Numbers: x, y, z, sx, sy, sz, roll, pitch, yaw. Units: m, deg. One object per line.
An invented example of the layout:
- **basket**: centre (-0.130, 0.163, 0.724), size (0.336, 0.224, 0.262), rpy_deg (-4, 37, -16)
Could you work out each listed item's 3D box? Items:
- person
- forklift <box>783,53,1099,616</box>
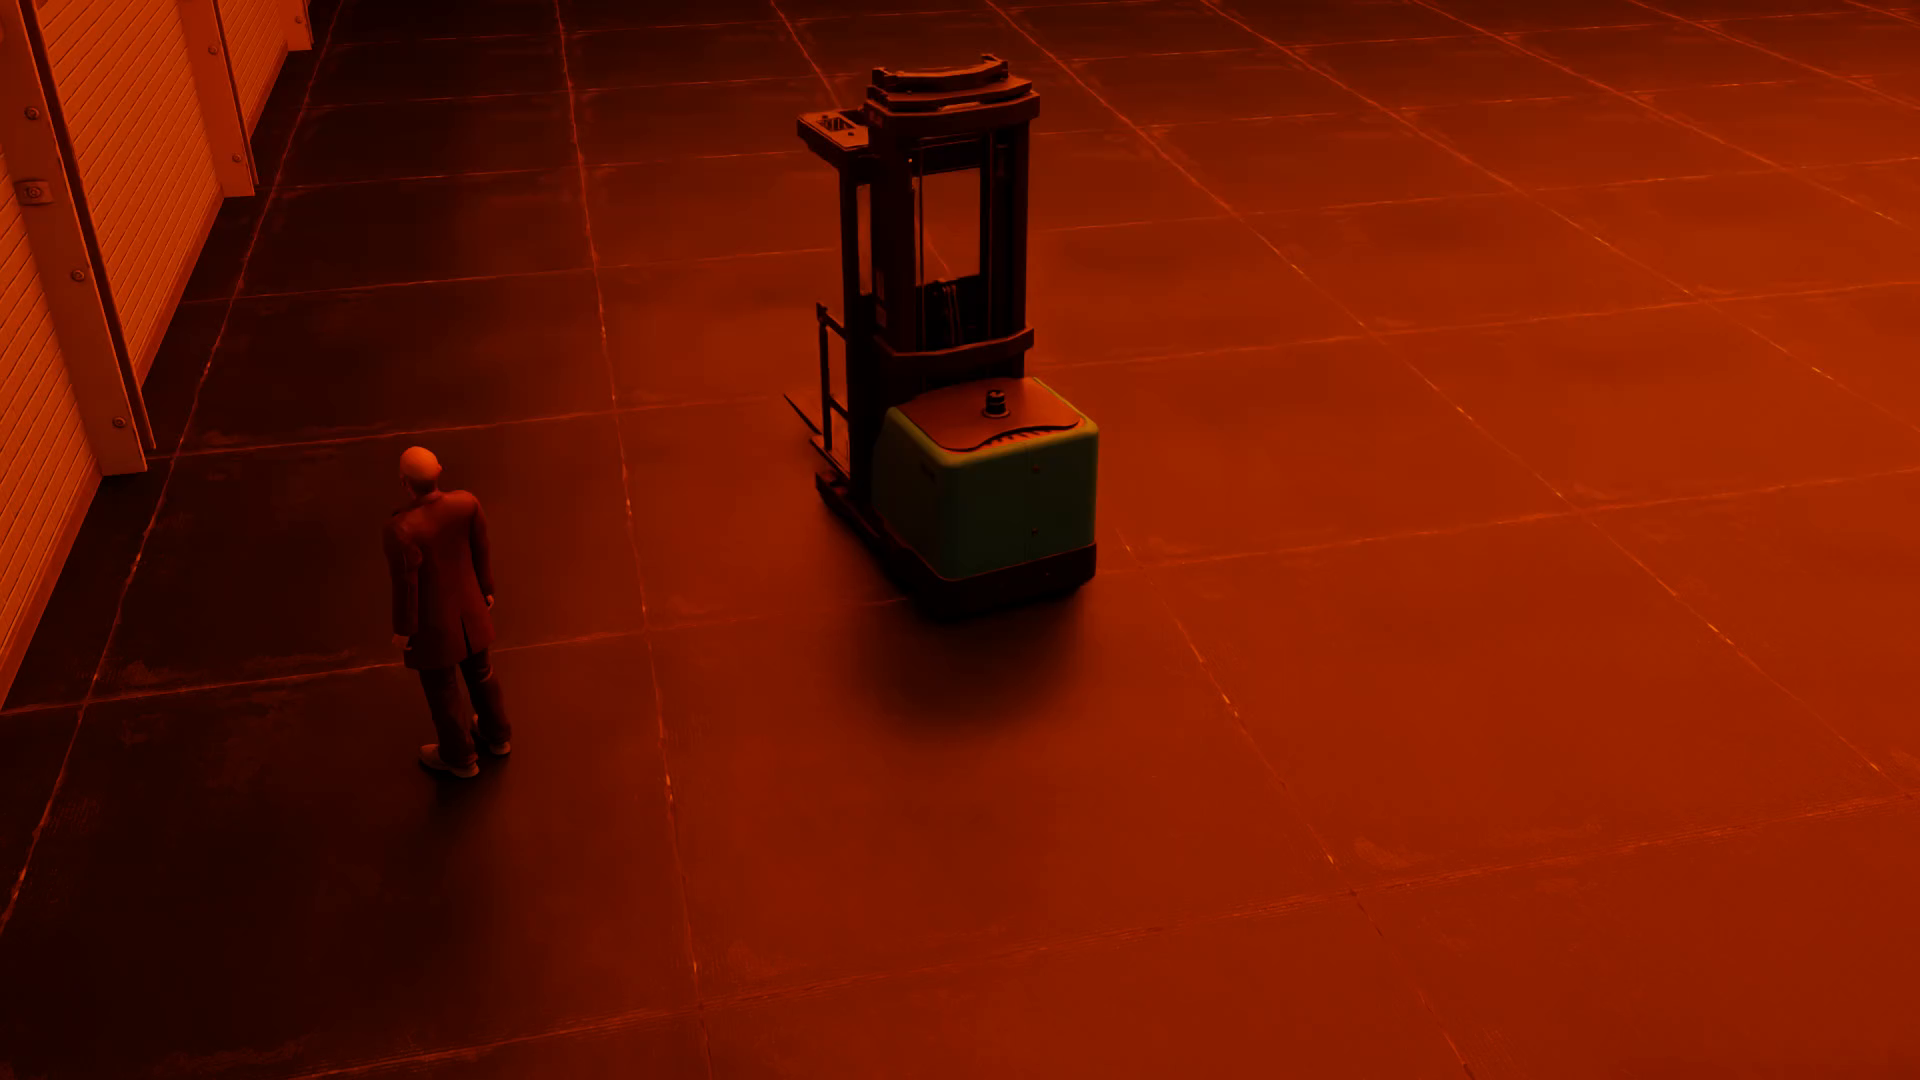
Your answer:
- **person**: centre (-2.547, 0.336, 8.139), size (0.381, 1.783, 0.566), rpy_deg (22, 37, 33)
- **forklift**: centre (-0.296, -1.545, 10.243), size (1.130, 2.935, 3.031), rpy_deg (-14, 33, -23)
